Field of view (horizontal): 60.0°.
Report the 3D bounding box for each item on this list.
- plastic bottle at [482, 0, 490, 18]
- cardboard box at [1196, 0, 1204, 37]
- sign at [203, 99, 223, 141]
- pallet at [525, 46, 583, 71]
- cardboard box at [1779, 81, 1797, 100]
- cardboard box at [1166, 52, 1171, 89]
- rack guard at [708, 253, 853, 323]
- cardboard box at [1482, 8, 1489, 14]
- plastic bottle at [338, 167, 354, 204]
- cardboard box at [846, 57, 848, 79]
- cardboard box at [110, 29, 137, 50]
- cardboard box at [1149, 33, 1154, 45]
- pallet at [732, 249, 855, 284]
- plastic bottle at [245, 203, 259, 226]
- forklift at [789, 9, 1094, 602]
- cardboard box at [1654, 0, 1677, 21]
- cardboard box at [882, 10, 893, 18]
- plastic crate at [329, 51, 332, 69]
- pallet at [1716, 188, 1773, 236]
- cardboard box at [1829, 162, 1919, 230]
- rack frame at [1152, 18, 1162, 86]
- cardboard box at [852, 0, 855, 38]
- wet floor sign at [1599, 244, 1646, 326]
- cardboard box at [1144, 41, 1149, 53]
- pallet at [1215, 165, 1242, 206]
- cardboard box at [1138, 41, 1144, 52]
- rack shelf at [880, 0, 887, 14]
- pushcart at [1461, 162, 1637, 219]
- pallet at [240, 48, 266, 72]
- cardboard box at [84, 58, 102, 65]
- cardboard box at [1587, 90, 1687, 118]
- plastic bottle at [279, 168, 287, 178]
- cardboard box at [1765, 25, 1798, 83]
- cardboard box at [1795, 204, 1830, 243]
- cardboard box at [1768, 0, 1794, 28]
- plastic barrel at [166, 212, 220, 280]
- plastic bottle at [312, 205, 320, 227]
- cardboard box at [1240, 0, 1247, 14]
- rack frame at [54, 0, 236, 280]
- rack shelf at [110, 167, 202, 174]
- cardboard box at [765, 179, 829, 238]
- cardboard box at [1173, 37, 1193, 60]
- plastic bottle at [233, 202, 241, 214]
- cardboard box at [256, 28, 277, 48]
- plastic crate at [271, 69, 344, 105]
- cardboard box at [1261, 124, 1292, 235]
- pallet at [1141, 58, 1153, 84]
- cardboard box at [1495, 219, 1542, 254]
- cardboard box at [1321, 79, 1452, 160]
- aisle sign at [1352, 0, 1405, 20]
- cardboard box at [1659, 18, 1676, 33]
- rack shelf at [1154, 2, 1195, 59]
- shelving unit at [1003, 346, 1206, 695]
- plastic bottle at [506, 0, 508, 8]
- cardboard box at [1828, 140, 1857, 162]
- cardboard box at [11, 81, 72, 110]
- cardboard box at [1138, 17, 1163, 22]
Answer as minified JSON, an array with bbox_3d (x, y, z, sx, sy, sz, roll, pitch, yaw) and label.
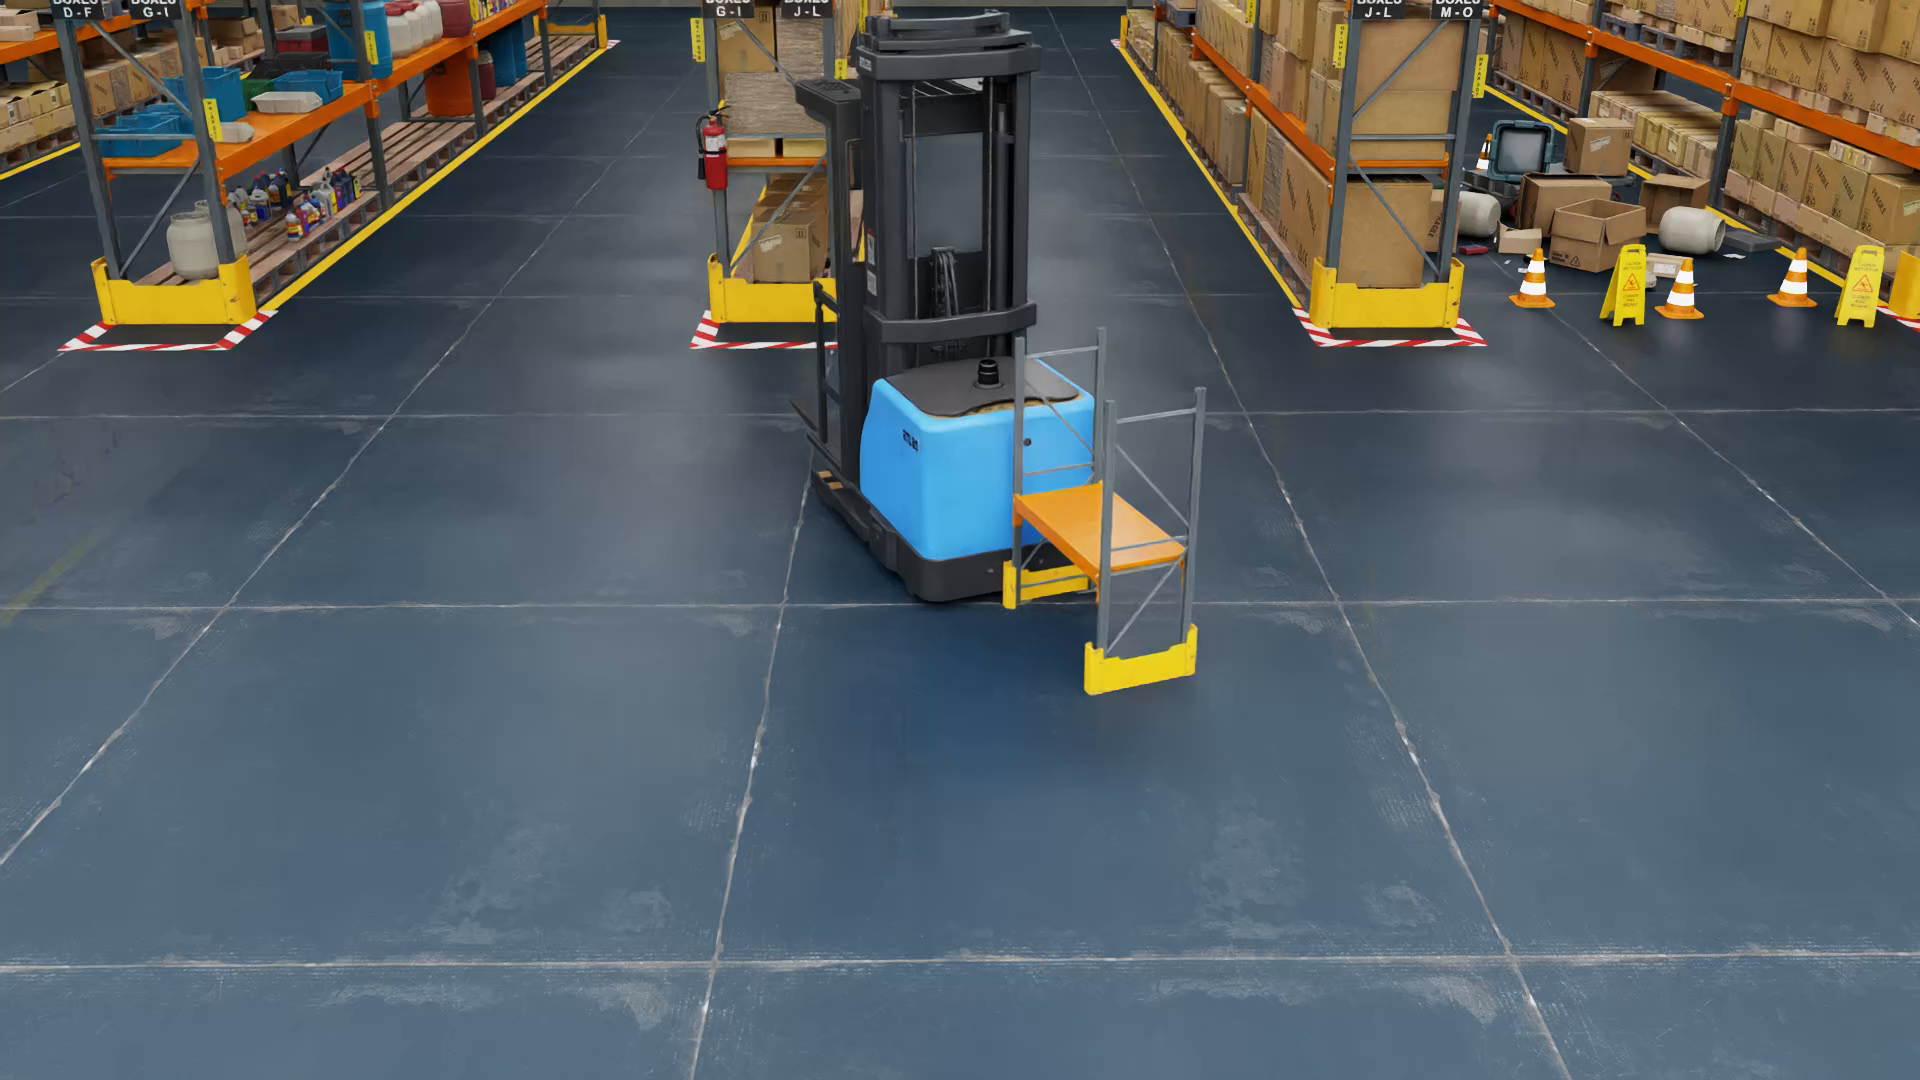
[{"bbox_3d":[-6.158,-6.941,21.599,0.061,0.283,0.133,0,24,-1],"label":"plastic bottle"},{"bbox_3d":[3.136,-6.336,19.997,0.500,0.500,0.500,0,24,0],"label":"cardboard box"},{"bbox_3d":[-5.875,-3.304,13.079,0.100,0.325,0.005,0,24,-1],"label":"sign"},{"bbox_3d":[-6.619,-7.658,26.426,1.003,0.211,1.213,0,24,-1],"label":"pallet"},{"bbox_3d":[8.131,-4.331,15.991,0.380,0.149,0.250,0,24,1],"label":"cardboard box"},{"bbox_3d":[3.127,-6.438,22.867,0.500,0.500,0.500,0,24,0],"label":"cardboard box"},{"bbox_3d":[-1.474,-2.092,13.768,1.175,0.500,0.348,0,24,-1],"label":"rack guard"},{"bbox_3d":[8.369,-8.589,27.701,0.875,0.438,0.875,-1,24,-2],"label":"cardboard box"},{"bbox_3d":[-6.174,-3.555,16.650,0.144,0.351,0.185,-1,24,-2],"label":"plastic bottle"},{"bbox_3d":[-1.497,-4.431,15.425,0.875,0.500,0.500,0,24,-1],"label":"cardboard box"},{"bbox_3d":[-11.737,-6.892,22.937,0.500,0.250,0.500,0,24,0],"label":"cardboard box"},{"bbox_3d":[3.050,-7.539,25.006,0.380,0.149,0.250,0,24,0],"label":"cardboard box"},{"bbox_3d":[-1.447,-2.295,14.568,1.003,0.211,1.213,0,24,-1],"label":"pallet"},{"bbox_3d":[-6.746,-3.105,15.837,0.097,0.201,0.097,0,24,0],"label":"plastic bottle"},{"bbox_3d":[-0.277,-1.586,9.701,1.130,2.935,3.031,-10,26,-20],"label":"forklift"},{"bbox_3d":[8.146,-6.087,18.576,0.500,0.500,0.500,-1,24,-3],"label":"cardboard box"},{"bbox_3d":[-1.577,-7.104,23.885,1.225,0.875,0.875,0,24,0],"label":"cardboard box"},{"bbox_3d":[-6.792,-5.271,17.784,0.392,0.384,0.575,0,24,-1],"label":"plastic crate"},{"bbox_3d":[8.436,-3.345,16.889,1.003,0.211,1.213,0,24,-1],"label":"pallet"},{"bbox_3d":[8.158,-3.068,14.810,0.500,0.500,0.500,1,24,1],"label":"cardboard box"},{"bbox_3d":[3.357,-8.125,24.074,1.000,3.000,0.127,0,24,-1],"label":"rack frame"},{"bbox_3d":[-1.225,-4.888,15.222,0.500,0.500,0.500,0,24,-1],"label":"cardboard box"},{"bbox_3d":[5.468,-2.104,13.619,0.267,0.644,0.232,-4,25,-10],"label":"wet floor sign"},{"bbox_3d":[3.000,-7.503,25.288,0.380,0.149,0.250,-1,24,-2],"label":"cardboard box"},{"bbox_3d":[3.361,-3.875,18.062,1.003,0.211,1.213,0,24,-1],"label":"pallet"},{"bbox_3d":[3.029,-7.811,26.329,0.380,0.149,0.250,0,24,-1],"label":"cardboard box"},{"bbox_3d":[-1.582,-6.992,22.443,1.077,0.370,4.000,0,24,-1],"label":"rack shelf"},{"bbox_3d":[6.114,-3.666,17.399,1.648,0.377,0.936,-9,26,-19],"label":"pushcart"},{"bbox_3d":[-11.532,-7.617,26.336,1.003,0.211,1.213,0,24,-1],"label":"pallet"},{"bbox_3d":[-11.716,-6.112,22.123,0.500,0.500,0.500,-1,24,-2],"label":"cardboard box"},{"bbox_3d":[8.345,-5.301,20.511,0.950,0.372,0.625,-2,24,-4],"label":"cardboard box"},{"bbox_3d":[-6.904,-3.649,16.956,0.097,0.271,0.097,0,24,0],"label":"plastic bottle"},{"bbox_3d":[8.148,-4.684,15.984,0.500,0.500,0.500,0,24,-1],"label":"cardboard box"},{"bbox_3d":[8.150,-2.943,15.445,0.500,0.250,0.500,-1,24,-2],"label":"cardboard box"},{"bbox_3d":[8.165,-5.136,15.770,0.700,0.500,0.500,0,24,0],"label":"cardboard box"},{"bbox_3d":[-6.509,-2.506,14.159,0.421,0.512,0.421,0,24,0],"label":"plastic barrel"},{"bbox_3d":[-6.140,-3.074,15.769,0.097,0.201,0.097,0,24,0],"label":"plastic bottle"},{"bbox_3d":[3.420,-5.954,17.940,0.700,0.500,0.500,0,24,0],"label":"cardboard box"},{"bbox_3d":[-6.426,-3.177,13.134,1.000,3.000,0.127,0,24,-1],"label":"rack frame"},{"bbox_3d":[-6.447,-3.738,15.075,0.831,0.071,3.687,0,24,-1],"label":"rack shelf"},{"bbox_3d":[-1.492,-3.013,15.296,0.500,0.500,0.500,2,24,4],"label":"cardboard box"},{"bbox_3d":[3.125,-6.569,22.247,0.500,0.250,0.500,0,24,1],"label":"cardboard box"},{"bbox_3d":[-6.753,-2.999,15.504,0.061,0.283,0.133,0,24,-1],"label":"plastic bottle"},{"bbox_3d":[-11.321,-8.082,26.783,0.500,0.250,0.500,0,24,-1],"label":"cardboard box"},{"bbox_3d":[-6.186,-4.303,15.804,0.499,0.251,0.616,0,24,-1],"label":"plastic crate"},{"bbox_3d":[3.395,-3.420,15.741,0.875,0.875,0.875,0,24,0],"label":"cardboard box"},{"bbox_3d":[3.314,-7.131,25.260,1.003,0.211,1.213,0,24,-1],"label":"pallet"},{"bbox_3d":[5.305,-2.882,15.801,0.396,0.266,0.258,4,25,9],"label":"cardboard box"},{"bbox_3d":[3.439,-3.401,13.447,0.875,0.550,0.550,0,24,-1],"label":"cardboard box"},{"bbox_3d":[3.189,-4.334,12.537,0.394,0.787,0.004,0,24,-1],"label":"aisle sign"},{"bbox_3d":[8.136,-5.816,18.765,0.380,0.149,0.250,1,24,1],"label":"cardboard box"},{"bbox_3d":[3.379,-6.973,22.400,1.077,0.370,4.000,0,24,-1],"label":"rack shelf"},{"bbox_3d":[0.701,-0.177,8.321,0.587,1.500,1.083,-9,26,-20],"label":"shelving unit"},{"bbox_3d":[-6.187,-7.313,22.521,0.097,0.201,0.097,0,24,0],"label":"plastic bottle"},{"bbox_3d":[8.095,-3.512,15.004,0.380,0.149,0.250,1,24,2],"label":"cardboard box"},{"bbox_3d":[-11.214,-5.432,20.267,0.500,0.311,0.500,0,24,1],"label":"cardboard box"},{"bbox_3d":[3.056,-8.285,26.657,0.380,0.149,0.250,1,24,2],"label":"cardboard box"}]
